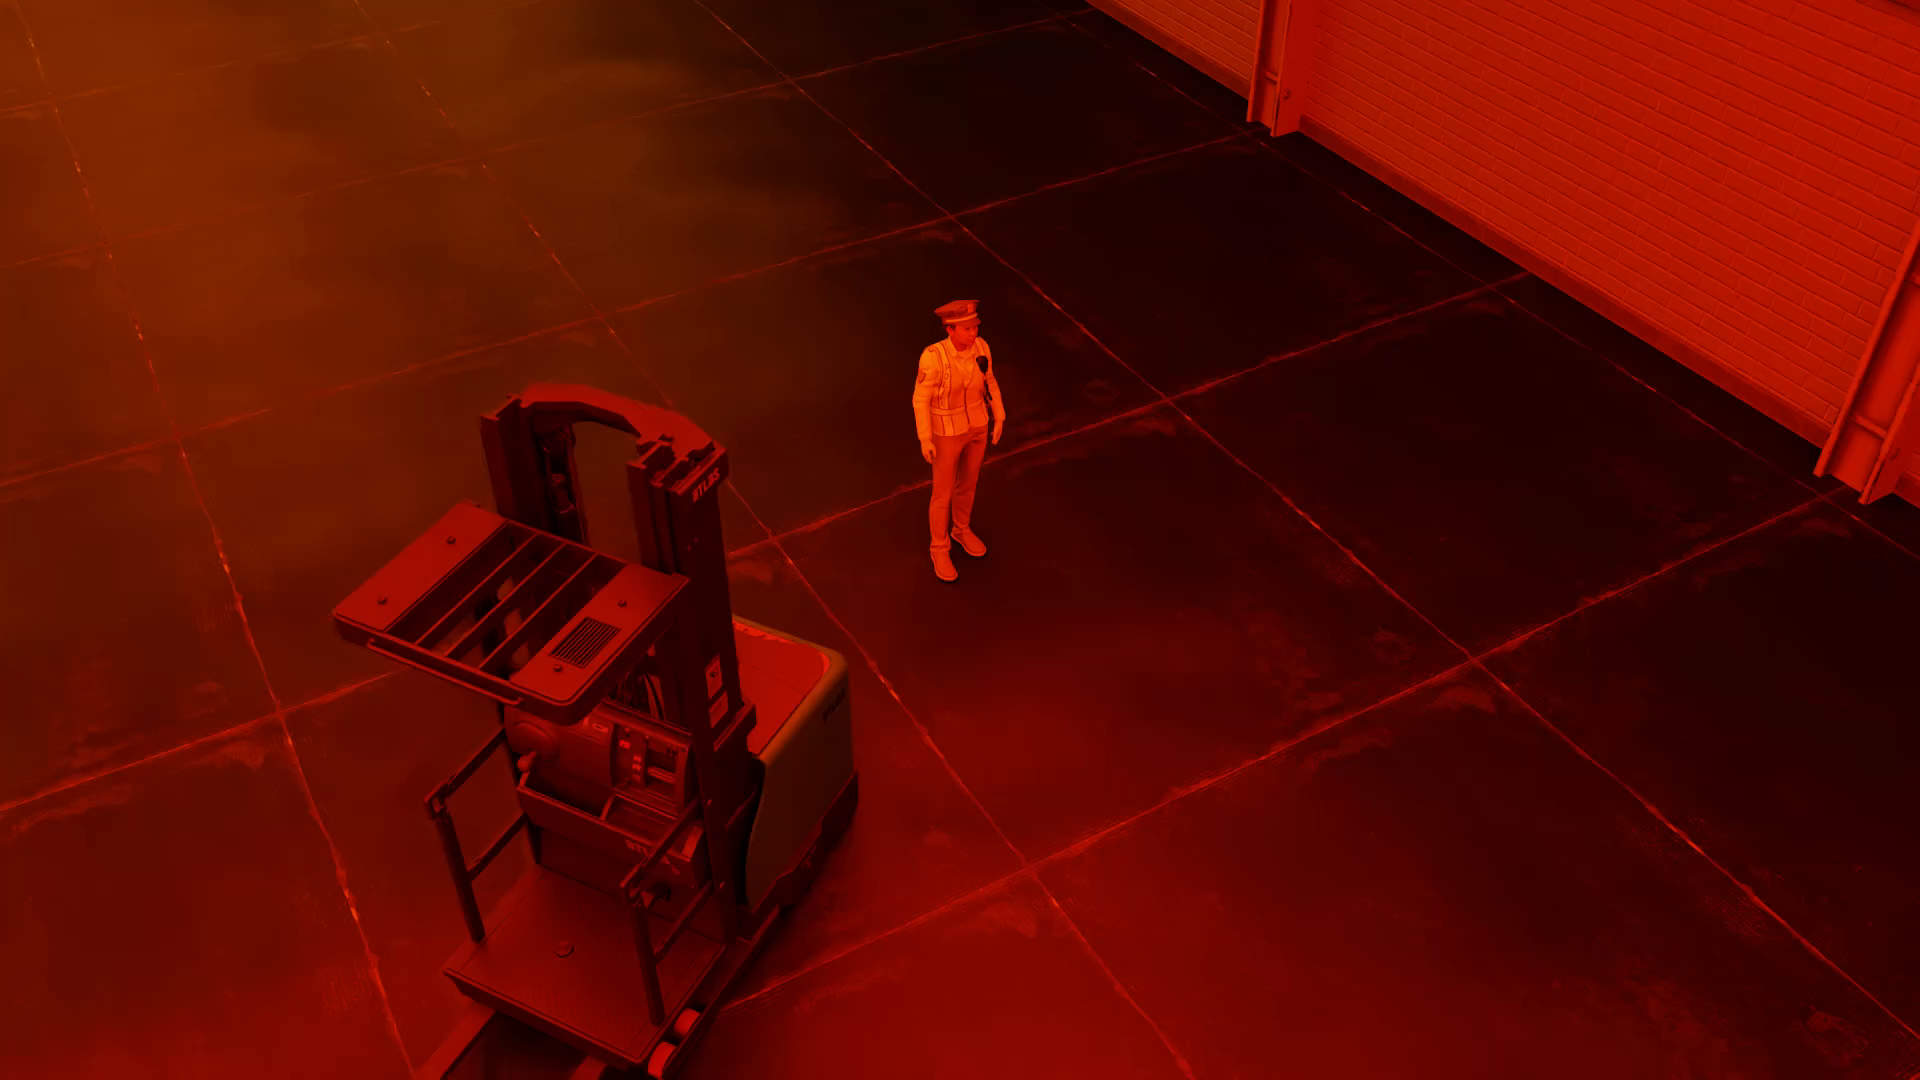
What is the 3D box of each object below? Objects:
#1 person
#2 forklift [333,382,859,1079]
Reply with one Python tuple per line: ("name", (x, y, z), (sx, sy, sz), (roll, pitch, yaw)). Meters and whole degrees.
("person", (0.028, -0.619, 9.739), (0.587, 1.696, 0.534), (-20, 44, -23))
("forklift", (-1.634, 0.953, 6.887), (1.130, 2.935, 3.031), (18, 43, 20))
